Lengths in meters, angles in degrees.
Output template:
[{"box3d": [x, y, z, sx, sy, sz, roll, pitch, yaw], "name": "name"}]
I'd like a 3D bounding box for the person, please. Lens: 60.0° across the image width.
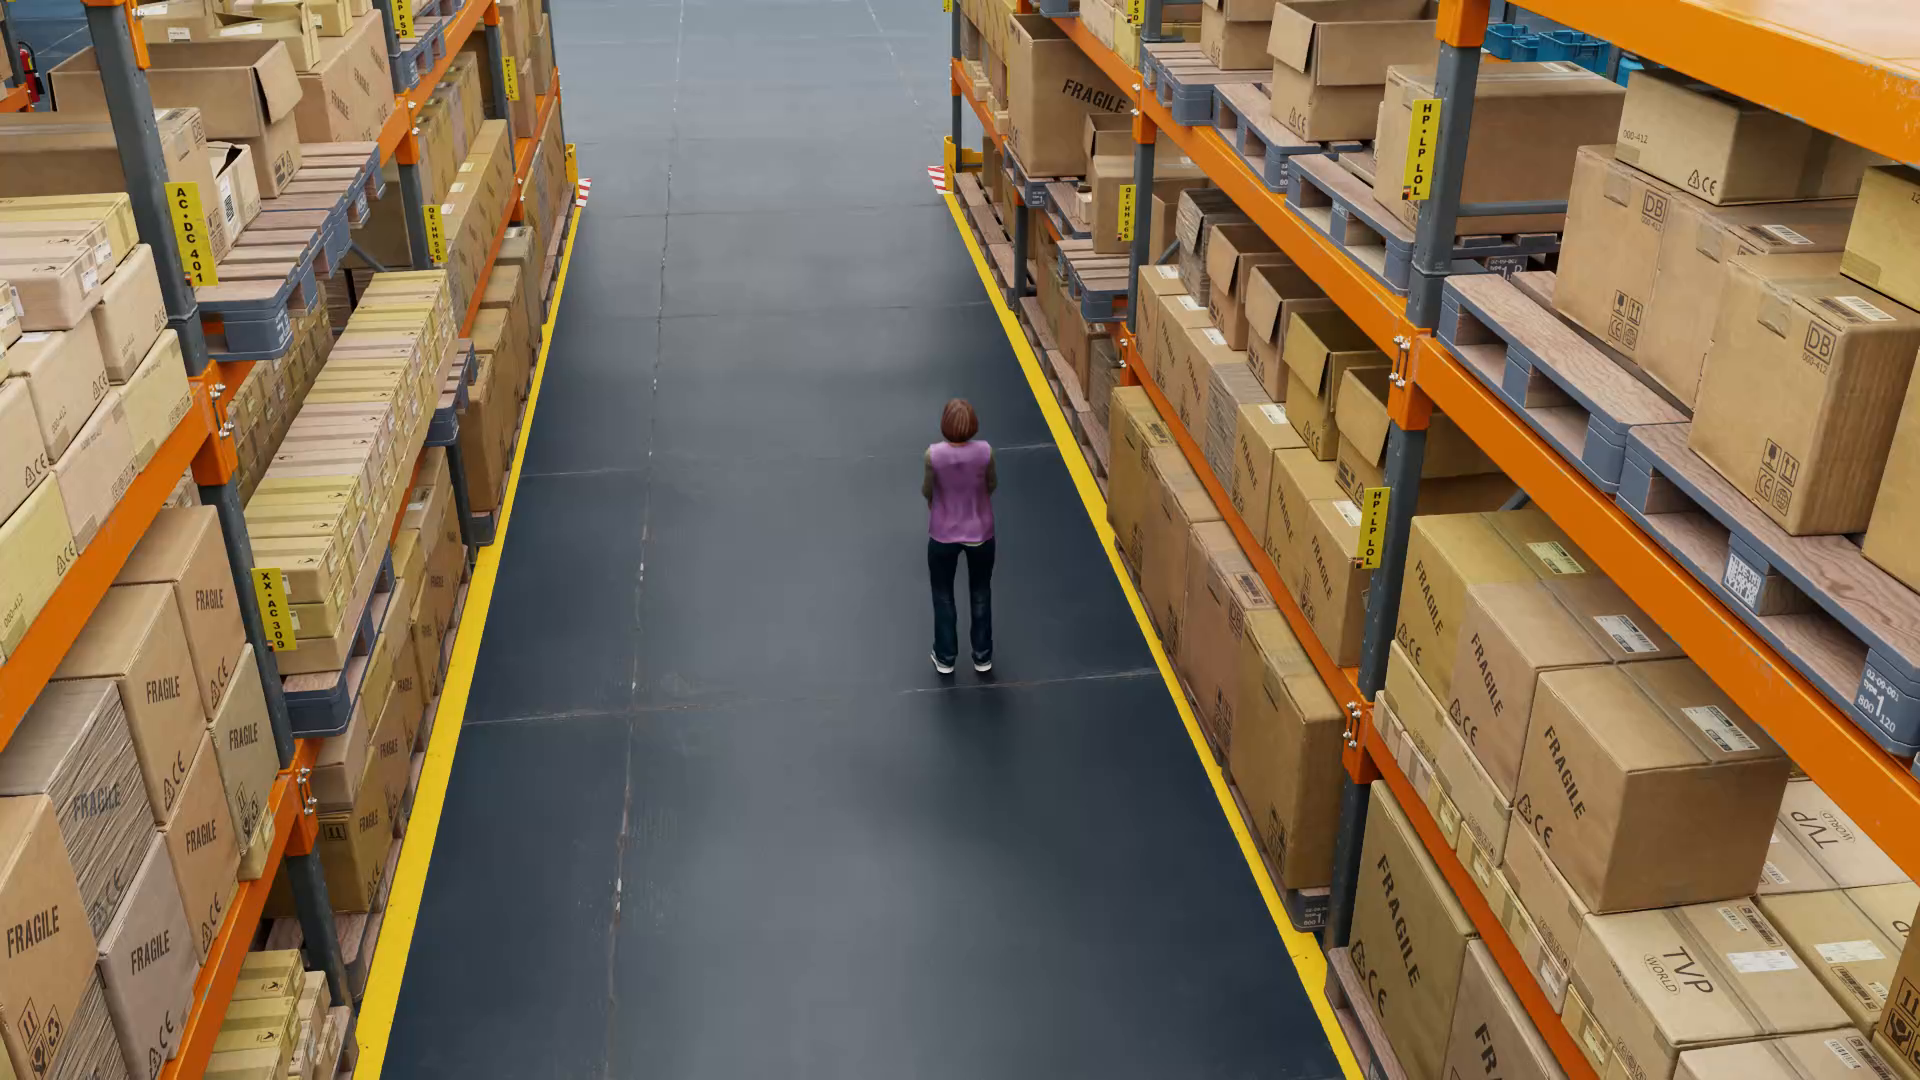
[{"box3d": [-0.003, -0.059, 8.754, 0.405, 1.587, 0.492, -2, 28, -5], "name": "person"}]
